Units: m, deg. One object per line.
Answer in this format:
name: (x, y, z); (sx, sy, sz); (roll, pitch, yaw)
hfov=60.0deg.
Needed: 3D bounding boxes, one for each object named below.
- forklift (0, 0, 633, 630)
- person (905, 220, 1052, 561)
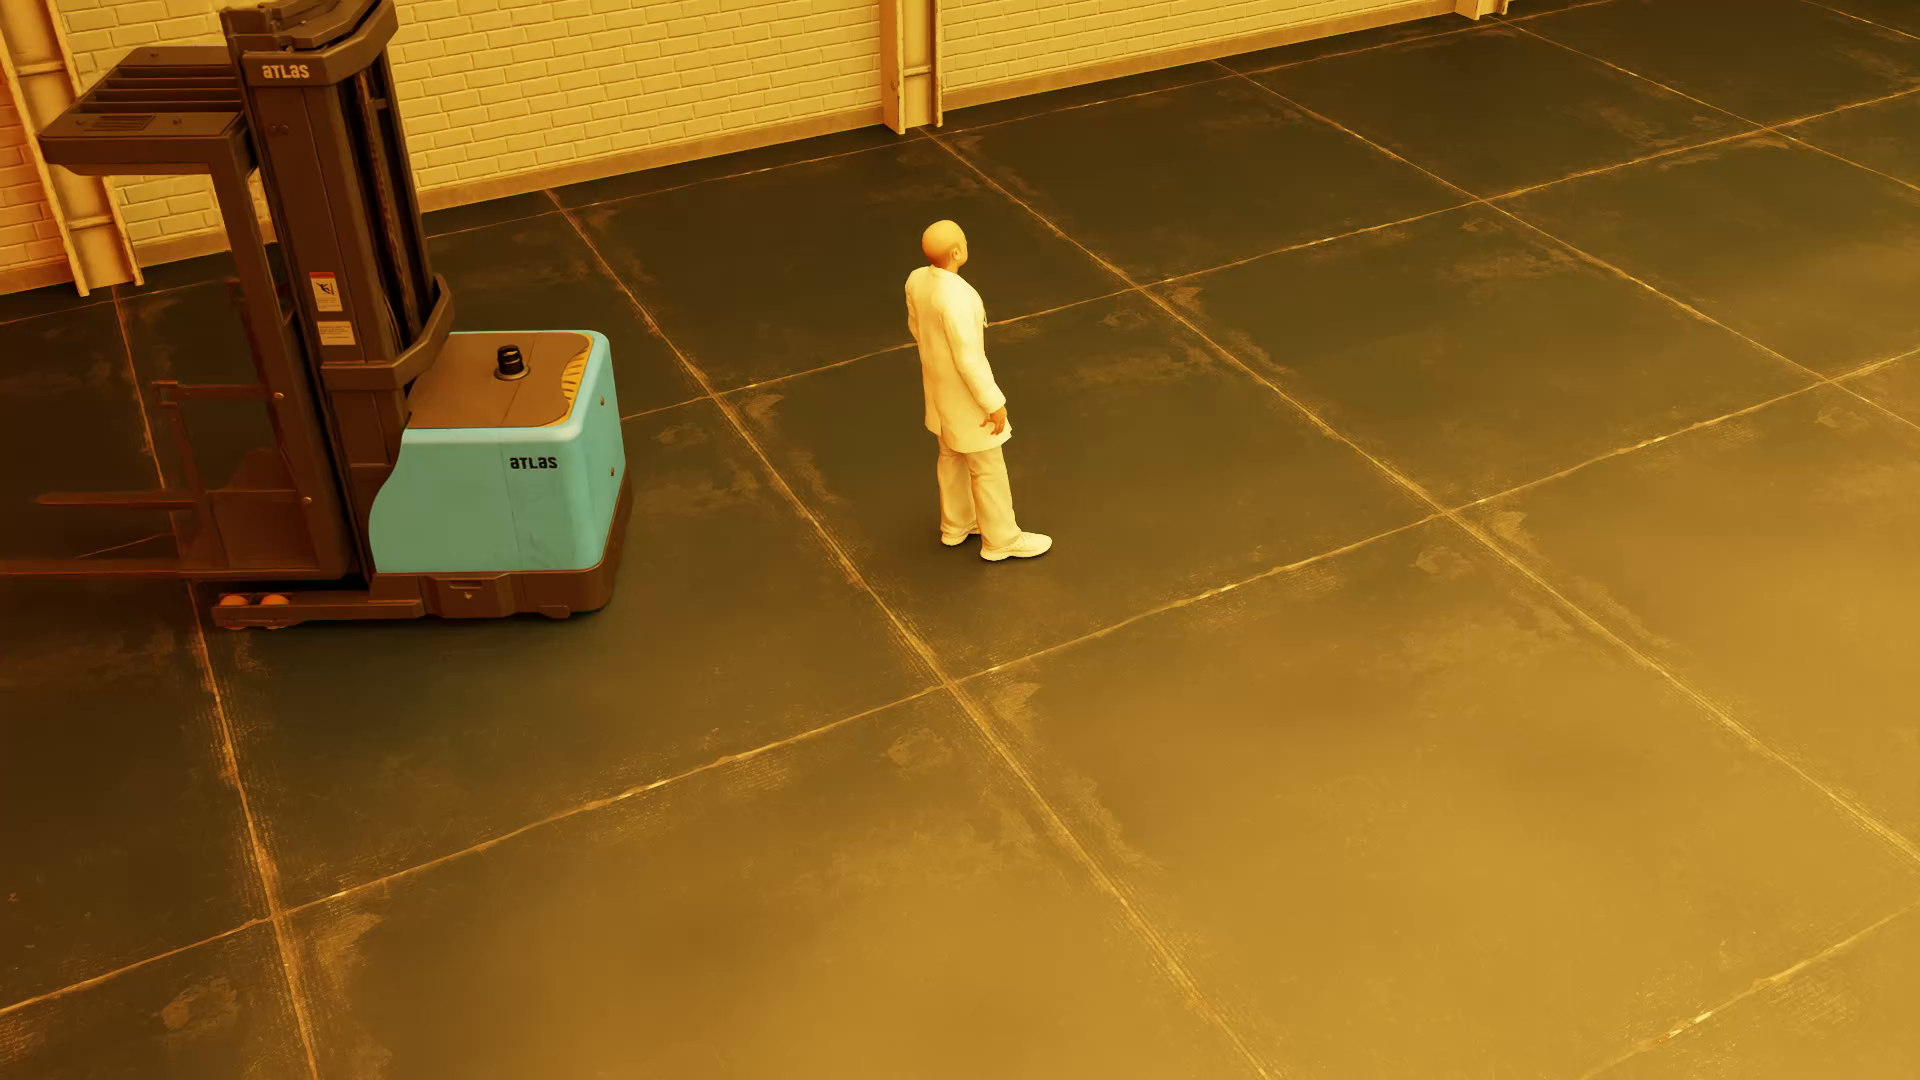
forklift: (-3.236, -1.073, 7.641); (3.031, 2.935, 1.130); (-1, 35, -1)
person: (0.082, -0.754, 8.176); (0.581, 1.775, 0.694); (-17, 39, -23)
